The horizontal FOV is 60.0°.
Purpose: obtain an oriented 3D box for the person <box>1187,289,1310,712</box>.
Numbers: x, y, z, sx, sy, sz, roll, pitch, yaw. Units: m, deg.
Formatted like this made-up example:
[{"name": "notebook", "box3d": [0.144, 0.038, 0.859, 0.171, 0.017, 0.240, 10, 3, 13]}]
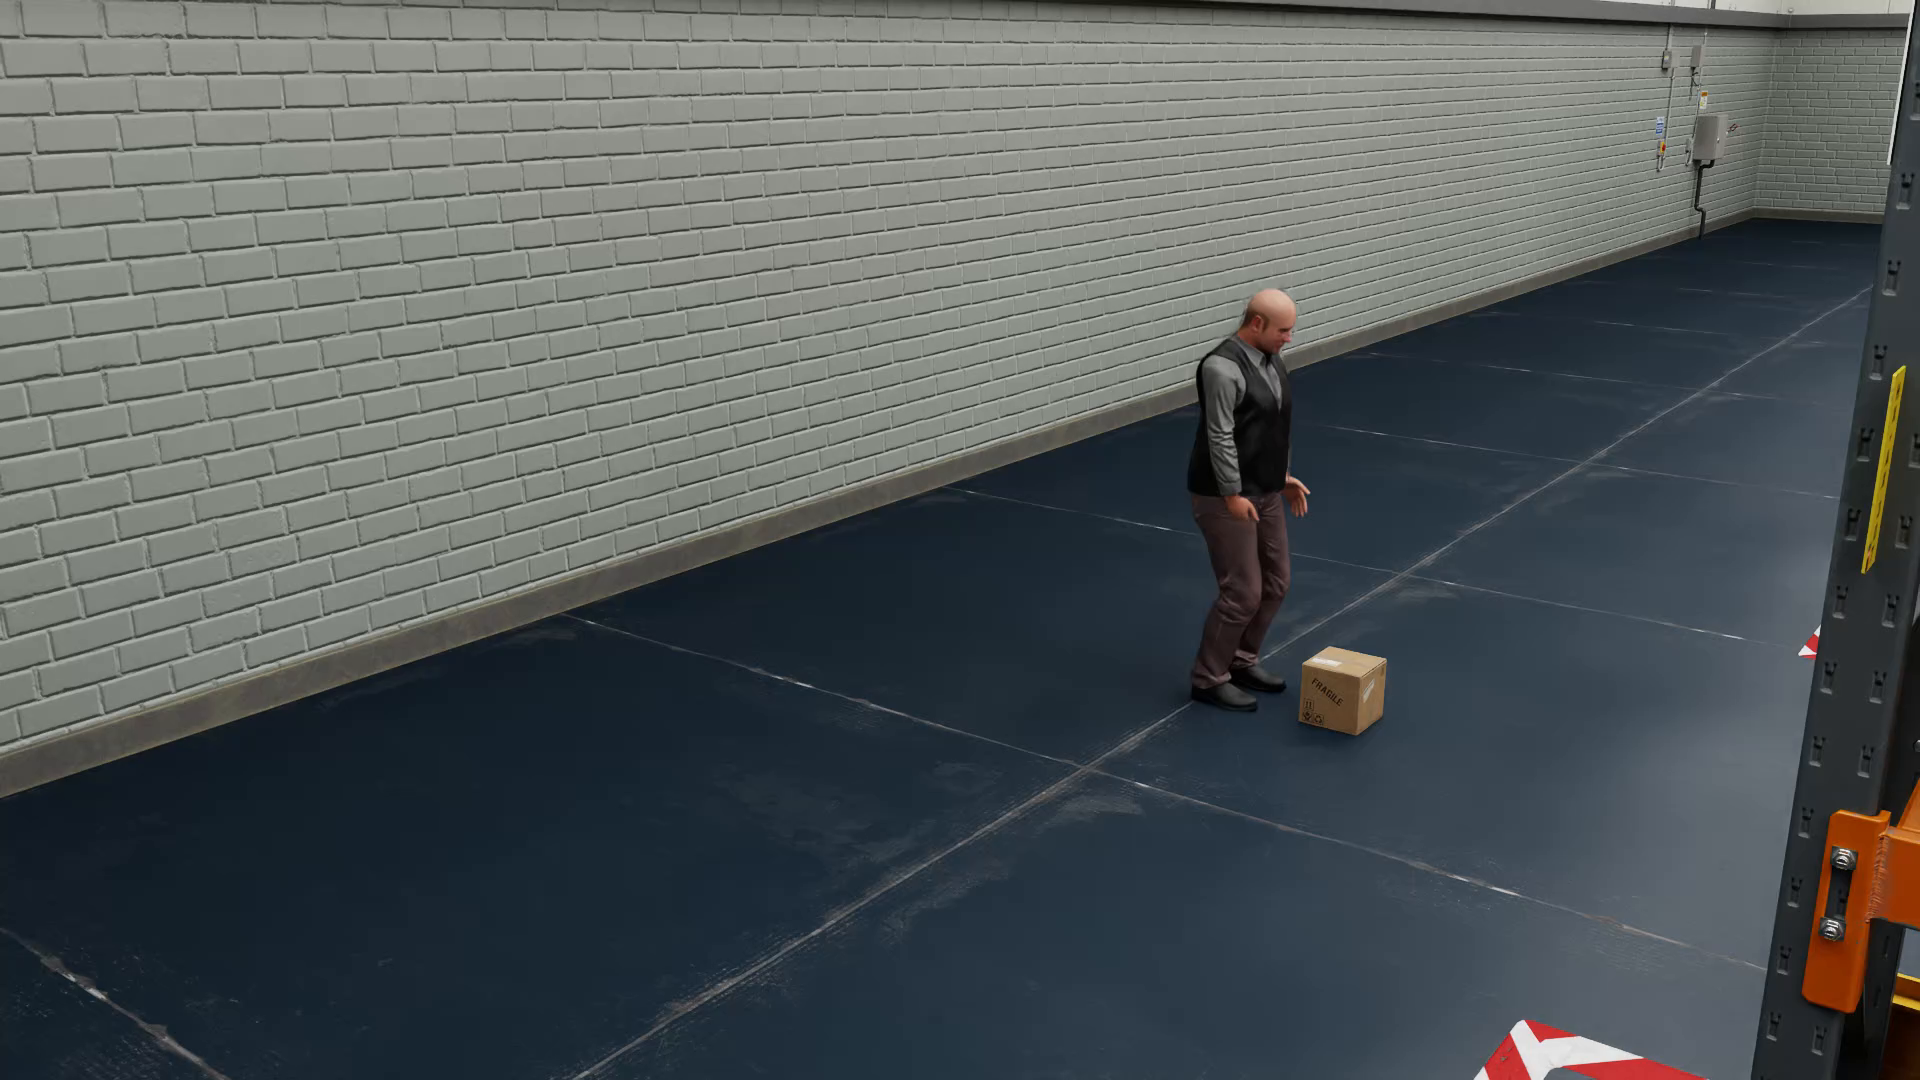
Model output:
[{"name": "person", "box3d": [1.156, -0.177, 6.752, 0.390, 1.693, 0.549, 12, 21, 36]}]
